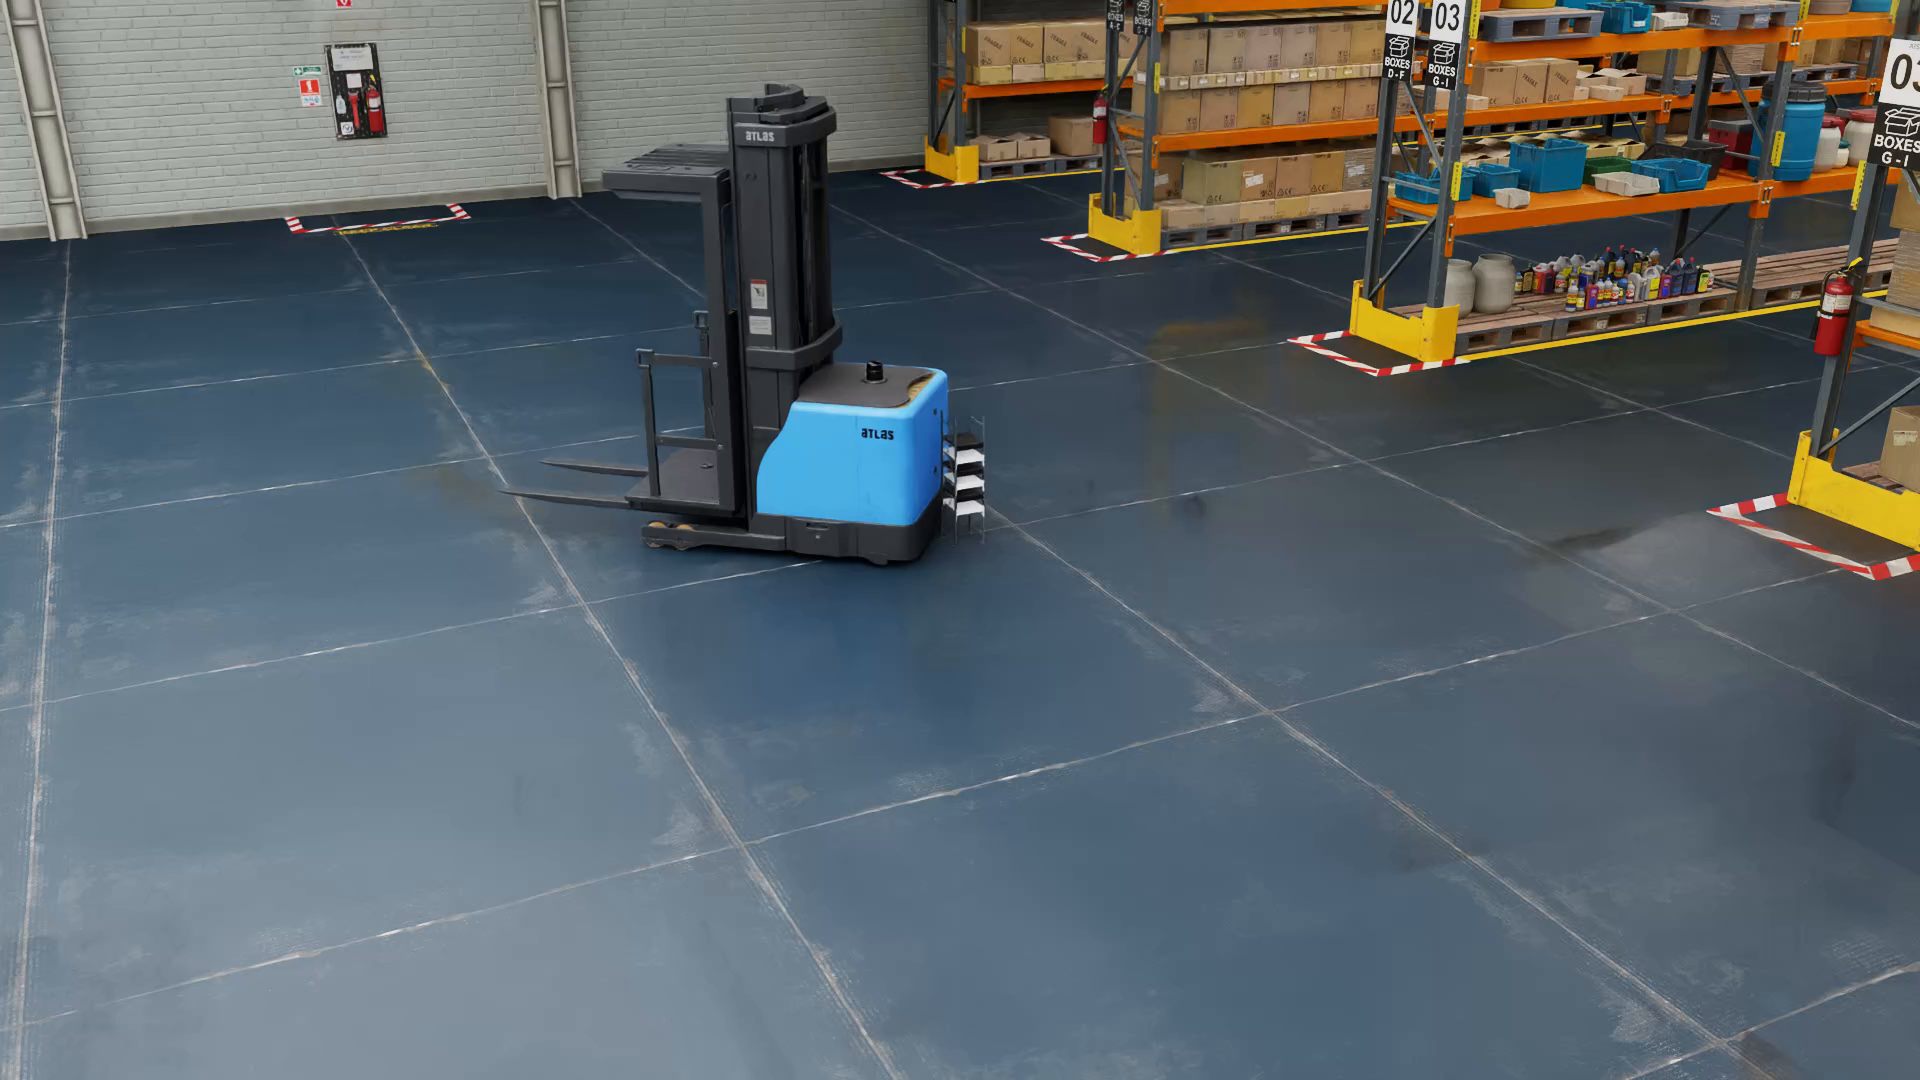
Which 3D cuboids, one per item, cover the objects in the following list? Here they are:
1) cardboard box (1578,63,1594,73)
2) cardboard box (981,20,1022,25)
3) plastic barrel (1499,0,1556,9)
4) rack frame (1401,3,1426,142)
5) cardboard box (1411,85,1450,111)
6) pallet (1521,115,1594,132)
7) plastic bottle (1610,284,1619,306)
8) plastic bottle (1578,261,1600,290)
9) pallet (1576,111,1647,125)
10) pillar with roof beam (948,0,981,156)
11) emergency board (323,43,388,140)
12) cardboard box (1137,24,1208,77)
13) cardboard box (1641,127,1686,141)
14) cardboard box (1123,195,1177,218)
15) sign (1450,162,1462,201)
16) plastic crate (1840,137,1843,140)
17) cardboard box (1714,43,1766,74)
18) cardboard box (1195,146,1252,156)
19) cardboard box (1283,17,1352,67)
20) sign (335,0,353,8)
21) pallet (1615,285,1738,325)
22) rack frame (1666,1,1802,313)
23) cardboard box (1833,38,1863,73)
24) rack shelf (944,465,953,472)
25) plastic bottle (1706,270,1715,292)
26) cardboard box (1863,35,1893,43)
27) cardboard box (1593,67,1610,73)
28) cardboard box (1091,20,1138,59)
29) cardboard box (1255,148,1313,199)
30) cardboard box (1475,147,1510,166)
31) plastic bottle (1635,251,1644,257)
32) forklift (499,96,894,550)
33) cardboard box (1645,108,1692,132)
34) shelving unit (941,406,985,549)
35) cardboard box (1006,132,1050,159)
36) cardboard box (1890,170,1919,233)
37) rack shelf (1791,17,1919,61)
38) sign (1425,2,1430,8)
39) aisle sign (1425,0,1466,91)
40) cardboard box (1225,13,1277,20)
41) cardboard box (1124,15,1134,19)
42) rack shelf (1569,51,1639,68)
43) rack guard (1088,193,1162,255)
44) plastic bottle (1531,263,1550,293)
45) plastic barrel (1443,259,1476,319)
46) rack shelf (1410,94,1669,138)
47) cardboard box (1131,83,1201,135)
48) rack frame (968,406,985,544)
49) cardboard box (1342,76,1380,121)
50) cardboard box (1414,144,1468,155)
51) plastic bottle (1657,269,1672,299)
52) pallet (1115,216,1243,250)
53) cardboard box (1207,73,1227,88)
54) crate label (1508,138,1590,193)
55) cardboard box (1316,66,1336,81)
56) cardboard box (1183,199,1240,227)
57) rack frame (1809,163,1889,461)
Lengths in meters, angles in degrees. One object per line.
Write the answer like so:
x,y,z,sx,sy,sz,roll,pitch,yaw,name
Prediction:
10.093,-7.653,28.078,0.750,0.750,0.750,-10,25,-23,cardboard box
0.600,-7.132,23.748,0.500,0.500,0.500,-10,25,-23,cardboard box
5.079,-5.100,14.931,0.600,0.588,0.600,0,22,0,plastic barrel
7.018,-7.941,26.513,0.127,3.000,1.000,-10,25,-24,rack frame
5.991,-5.599,21.050,0.500,0.250,0.500,-9,24,-20,cardboard box
9.960,-7.162,28.277,1.213,0.211,1.003,-10,25,-24,pallet
6.364,-2.394,16.194,0.097,0.201,0.097,0,22,0,plastic bottle
6.337,-2.669,16.761,0.135,0.276,0.152,-10,25,-24,plastic bottle
11.342,-7.416,28.889,1.213,0.211,1.003,-10,25,-24,pallet
1.933,-8.317,19.576,0.400,9.000,9.100,-10,25,-24,pillar with roof beam
-7.584,-5.636,20.945,0.643,1.169,0.194,-10,25,-24,emergency board
2.436,-5.635,19.115,0.500,0.500,0.700,-10,25,-23,cardboard box
9.911,-5.519,23.354,0.500,0.500,0.500,-9,24,-22,cardboard box
2.317,-4.022,20.091,0.500,0.250,0.500,-10,25,-24,cardboard box
4.341,-3.138,14.546,0.005,0.325,0.100,-10,25,-24,sign
9.158,-4.152,17.635,0.662,0.188,0.450,-10,25,-24,plastic crate
10.596,-6.704,22.844,0.500,0.500,0.700,-6,23,-14,cardboard box
3.211,-4.540,20.362,0.500,0.500,0.500,-10,25,-24,cardboard box
4.263,-5.974,19.933,0.500,0.500,0.700,-10,25,-24,cardboard box
-7.634,-6.741,20.581,0.199,0.298,0.001,-10,25,-24,sign
7.088,-2.478,16.961,1.213,0.211,1.003,-10,25,-24,pallet
7.711,-3.864,16.662,0.127,3.000,1.000,-10,25,-24,rack frame
13.114,-7.116,24.388,0.500,0.500,0.500,-10,25,-23,cardboard box
0.017,-0.482,11.050,0.184,0.015,0.199,-10,24,-23,rack shelf
7.519,-2.606,16.708,0.097,0.201,0.097,0,22,0,plastic bottle
13.321,-7.388,23.737,0.500,0.500,0.500,-10,24,-22,cardboard box
11.124,-8.077,28.711,0.250,0.149,0.380,-11,25,-24,cardboard box
2.217,-7.215,23.947,0.500,0.500,0.500,-11,25,-25,cardboard box
3.894,-4.438,20.115,0.500,0.500,0.500,-10,25,-24,cardboard box
6.966,-4.904,21.488,0.500,0.311,0.500,-11,25,-25,cardboard box
6.954,-2.844,17.184,0.135,0.276,0.152,-9,24,-22,plastic bottle
-1.688,-1.452,11.009,2.937,2.867,1.118,5,23,13,forklift
9.960,-5.876,23.237,0.500,0.250,0.500,-9,24,-22,cardboard box
0.017,-0.416,11.078,0.210,0.900,0.258,-10,24,-23,shelving unit
0.986,-5.754,24.168,0.500,0.311,0.500,-8,24,-19,cardboard box
6.643,-2.315,11.094,0.500,0.500,0.500,-10,25,-24,cardboard box
9.513,-5.249,17.027,4.000,0.370,1.077,-10,25,-24,rack shelf
7.262,-8.254,25.859,0.005,0.325,0.100,-10,25,-24,sign
4.169,-4.288,14.289,0.004,0.787,0.394,-10,25,-24,aisle sign
4.394,-7.690,25.200,0.500,0.500,0.700,-8,24,-18,cardboard box
2.432,-7.474,24.573,0.500,0.500,0.500,-11,25,-24,cardboard box
12.425,-8.604,29.055,4.000,0.370,1.077,-10,25,-24,rack shelf
1.940,-3.749,19.653,0.348,0.500,1.175,-10,25,-24,rack guard
5.810,-2.633,16.675,0.135,0.276,0.152,-10,25,-23,plastic bottle
4.667,-2.380,15.782,0.421,0.512,0.421,0,22,0,plastic barrel
7.368,-5.571,21.726,4.000,0.370,1.077,-10,25,-24,rack shelf
2.388,-5.027,19.342,0.500,0.500,0.700,-10,25,-24,cardboard box
0.109,-0.432,11.117,0.006,0.900,0.240,-10,24,-23,rack frame
4.696,-5.452,20.368,0.500,0.500,0.700,-11,25,-24,cardboard box
6.273,-5.008,21.740,0.500,0.311,0.500,-10,24,-22,cardboard box
6.954,-2.532,16.422,0.133,0.283,0.061,-9,24,-20,plastic bottle
2.633,-3.761,20.059,1.213,0.211,1.003,-10,25,-24,pallet
2.871,-5.330,19.226,0.250,0.149,0.380,-10,25,-23,cardboard box
5.648,-3.615,16.015,0.616,0.435,0.502,-10,25,-24,crate label
4.269,-5.588,19.849,0.250,0.149,0.380,-10,24,-22,cardboard box
2.990,-3.928,19.863,0.500,0.250,0.500,-10,25,-24,cardboard box
6.255,-1.493,10.935,0.127,3.000,1.000,-10,25,-24,rack frame
